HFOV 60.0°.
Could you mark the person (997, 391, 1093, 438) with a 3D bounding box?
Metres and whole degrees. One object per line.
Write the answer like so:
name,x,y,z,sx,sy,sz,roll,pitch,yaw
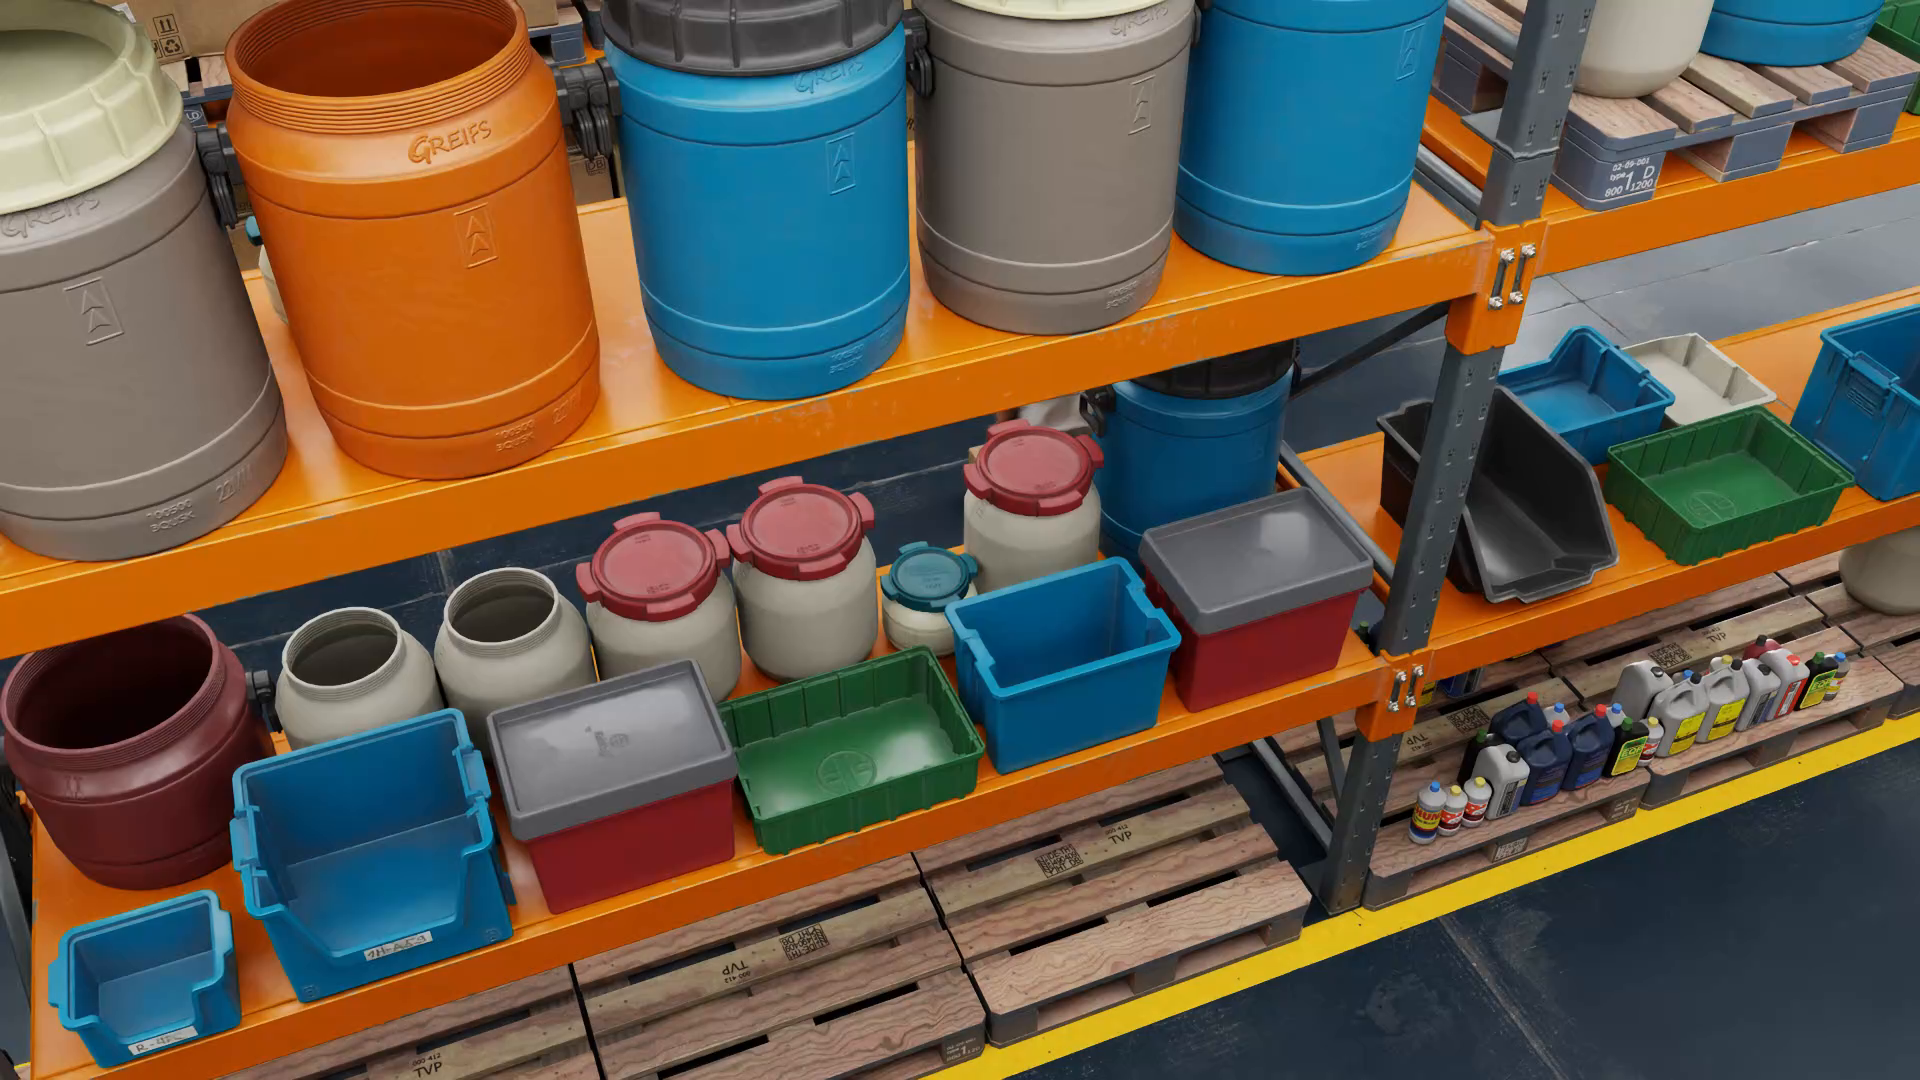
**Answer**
person,0.370,-0.589,6.815,0.575,1.764,0.559,-11,43,-12
